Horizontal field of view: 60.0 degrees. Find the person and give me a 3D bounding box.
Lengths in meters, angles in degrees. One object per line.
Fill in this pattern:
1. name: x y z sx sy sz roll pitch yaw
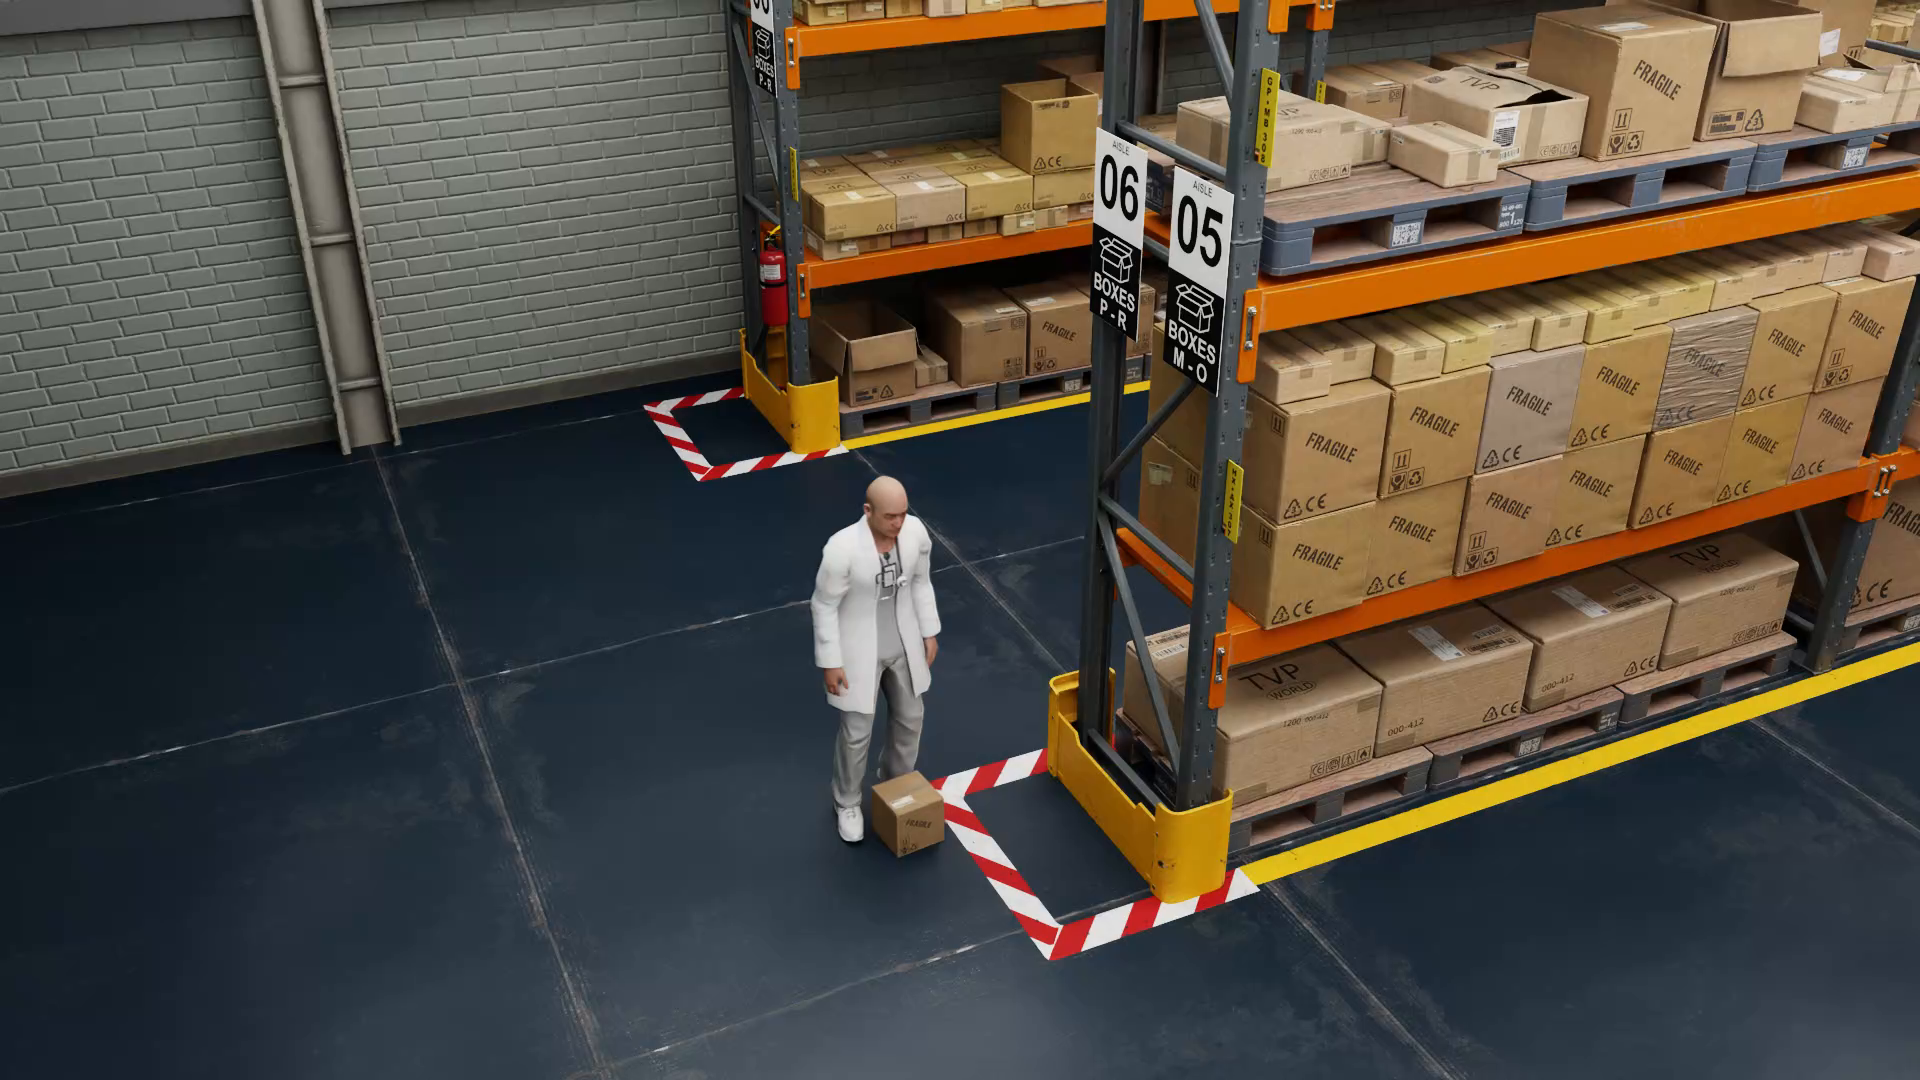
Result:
1. person: -0.364 0.502 7.573 0.644 1.772 0.429 -17 33 -28
